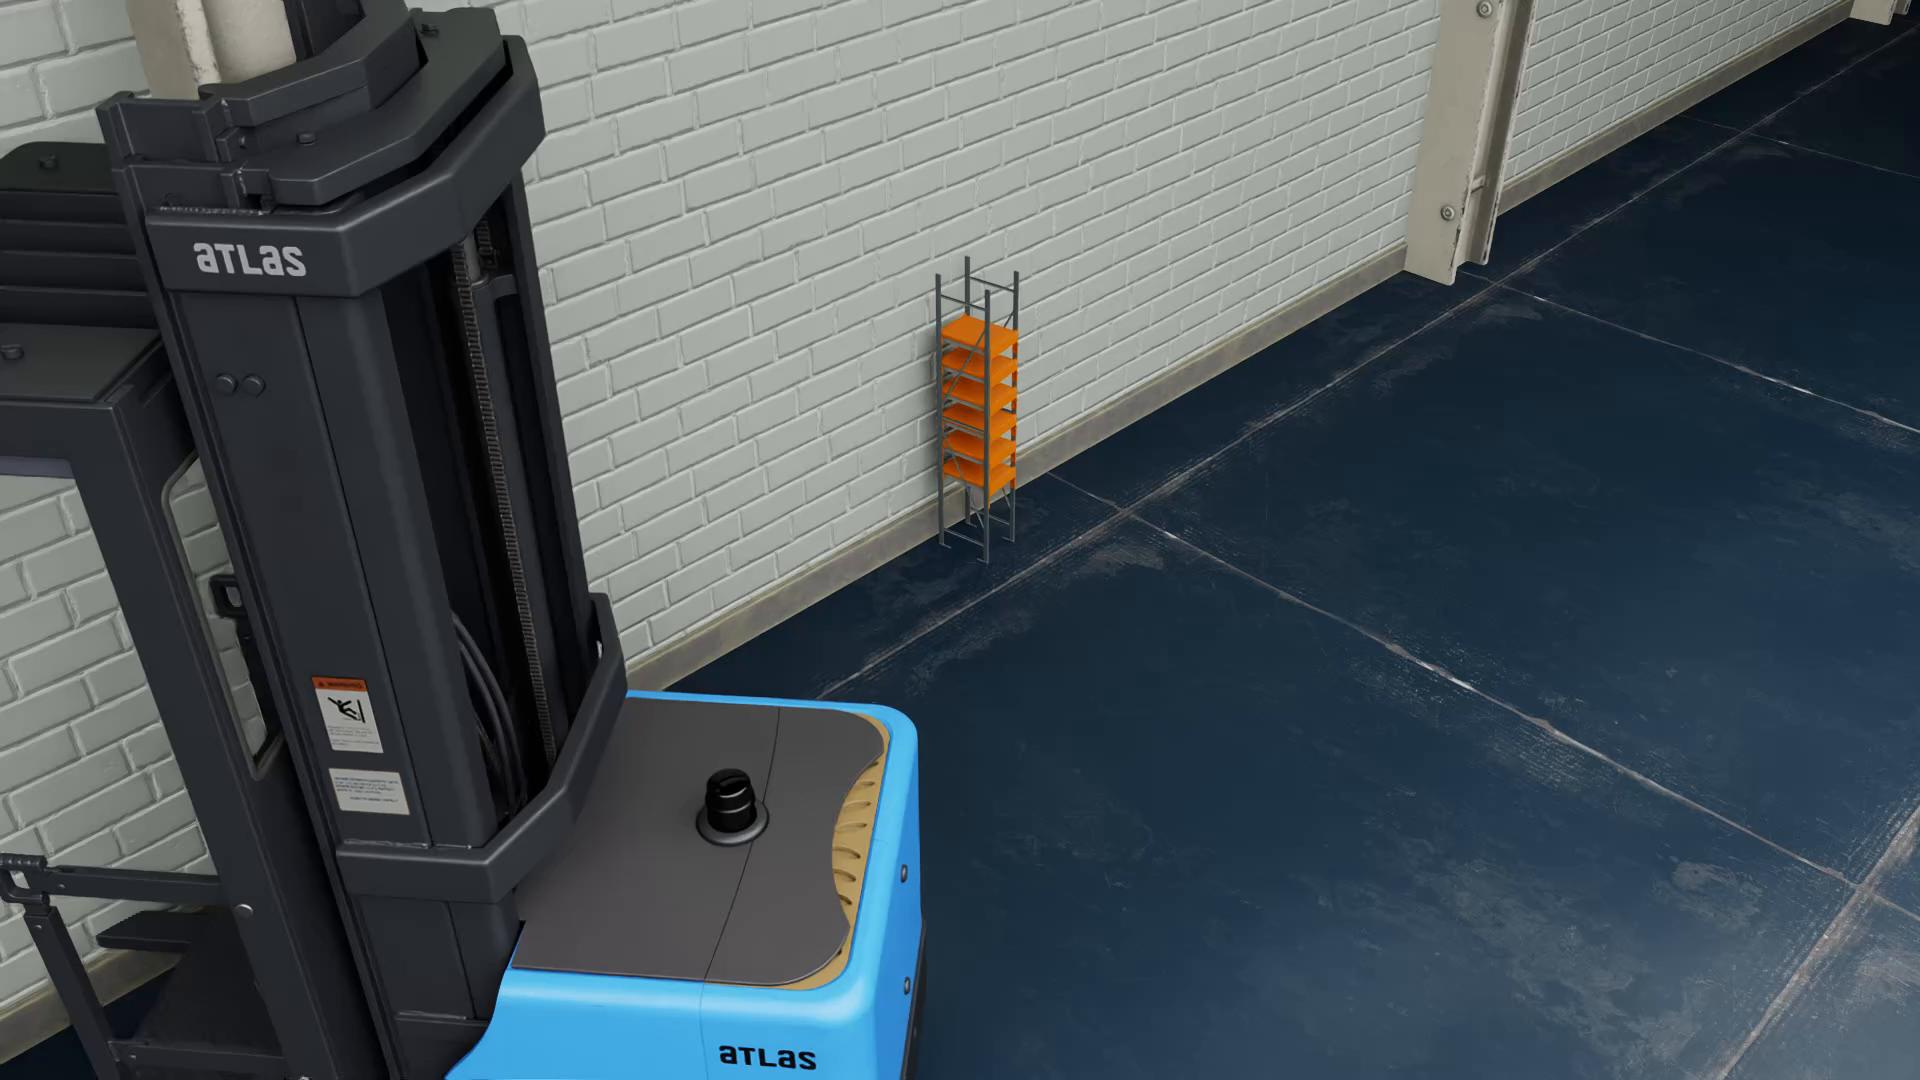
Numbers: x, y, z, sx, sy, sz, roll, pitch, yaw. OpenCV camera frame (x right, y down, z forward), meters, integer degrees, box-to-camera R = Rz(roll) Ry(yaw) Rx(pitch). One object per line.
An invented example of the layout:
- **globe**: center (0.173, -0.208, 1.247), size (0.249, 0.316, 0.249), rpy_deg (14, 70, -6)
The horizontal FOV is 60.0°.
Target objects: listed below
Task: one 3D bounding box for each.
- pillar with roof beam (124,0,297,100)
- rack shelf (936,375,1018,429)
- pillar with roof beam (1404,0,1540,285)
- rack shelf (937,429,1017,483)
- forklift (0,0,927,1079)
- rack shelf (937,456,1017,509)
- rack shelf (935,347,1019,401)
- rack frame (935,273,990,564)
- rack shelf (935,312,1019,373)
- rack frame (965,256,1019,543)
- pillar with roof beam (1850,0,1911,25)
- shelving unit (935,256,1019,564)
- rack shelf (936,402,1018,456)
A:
- **pillar with roof beam**: center (1.400, -0.985, 0.296), size (9.100, 9.000, 0.400), rpy_deg (30, 45, 35)
- **rack shelf**: center (0.065, -0.541, 6.344), size (0.258, 0.103, 0.180), rpy_deg (22, 41, 29)
- **pillar with roof beam**: center (5.627, -3.421, 3.788), size (9.100, 9.000, 0.400), rpy_deg (30, 45, 35)
- **rack shelf**: center (0.066, -0.344, 6.481), size (0.258, 0.103, 0.180), rpy_deg (22, 41, 29)
- **forklift**: center (-1.642, 0.301, 3.757), size (3.031, 2.935, 1.130), rpy_deg (3, 35, 4)
- **rack shelf**: center (0.066, -0.246, 6.550), size (0.258, 0.103, 0.180), rpy_deg (22, 41, 29)
- **rack shelf**: center (0.065, -0.639, 6.275), size (0.258, 0.103, 0.180), rpy_deg (22, 41, 29)
- **rack frame**: center (0.012, -0.436, 6.326), size (0.240, 1.200, 0.006), rpy_deg (22, 41, 29)
- **rack shelf**: center (0.064, -0.738, 6.206), size (0.258, 0.103, 0.180), rpy_deg (22, 41, 29)
- **rack frame**: center (0.119, -0.522, 6.448), size (0.240, 1.200, 0.006), rpy_deg (22, 41, 29)
- **pillar with roof beam**: center (9.855, -5.857, 7.281), size (9.100, 9.000, 0.400), rpy_deg (30, 45, 35)
- **shelving unit**: center (0.065, -0.479, 6.387), size (0.258, 1.200, 0.189), rpy_deg (22, 41, 29)
- **rack shelf**: center (0.065, -0.442, 6.412), size (0.258, 0.103, 0.180), rpy_deg (22, 41, 29)
